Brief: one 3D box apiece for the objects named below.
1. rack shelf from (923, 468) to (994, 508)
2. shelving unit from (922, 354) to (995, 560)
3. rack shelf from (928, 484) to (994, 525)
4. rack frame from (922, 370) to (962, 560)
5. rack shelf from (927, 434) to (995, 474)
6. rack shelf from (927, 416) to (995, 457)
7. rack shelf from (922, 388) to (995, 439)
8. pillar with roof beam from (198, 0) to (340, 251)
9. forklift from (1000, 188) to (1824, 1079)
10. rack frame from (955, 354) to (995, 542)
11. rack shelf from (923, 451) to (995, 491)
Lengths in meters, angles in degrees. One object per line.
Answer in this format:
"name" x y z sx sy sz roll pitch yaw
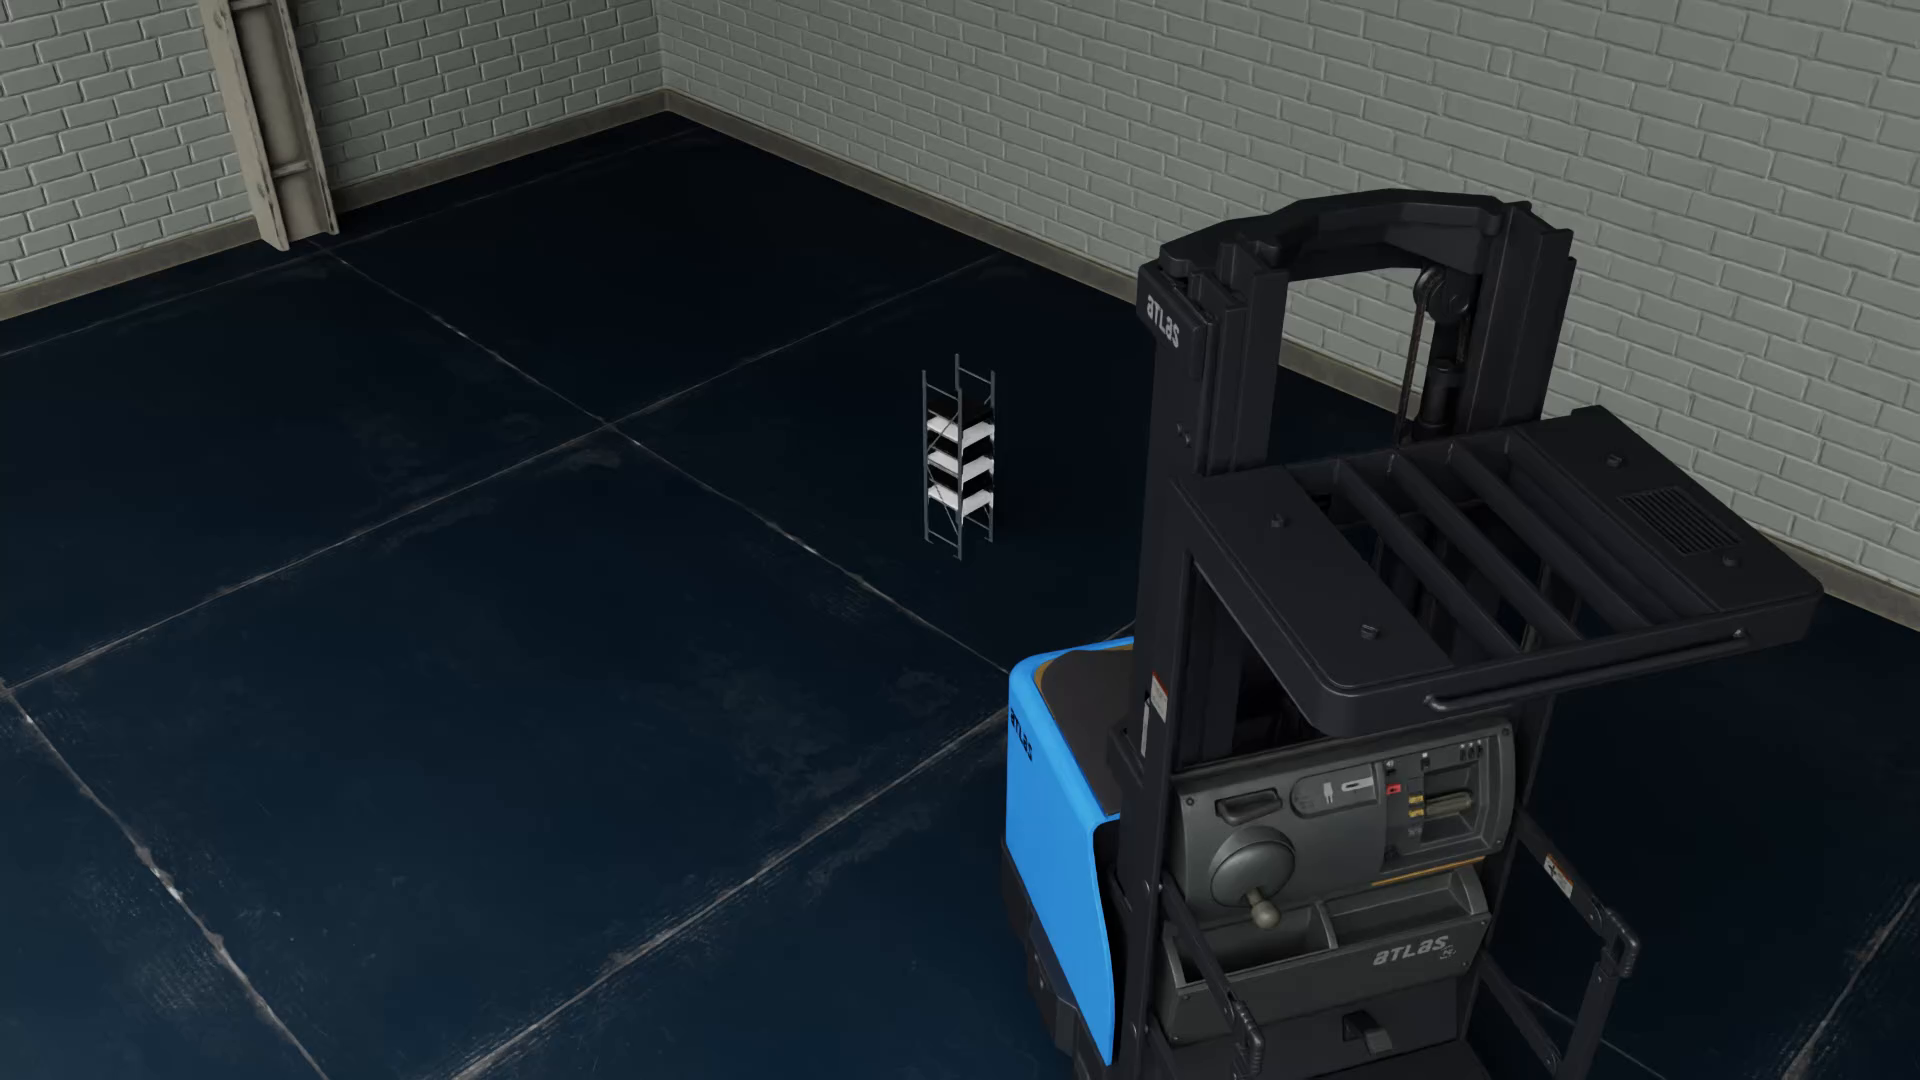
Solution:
"rack shelf" -0.006 -0.265 7.558 0.258 0.077 0.200 30 45 35
"shelving unit" -0.006 -0.366 7.488 0.258 0.900 0.210 30 45 35
"rack shelf" -0.006 -0.191 7.610 0.258 0.077 0.200 30 45 35
"rack frame" -0.077 -0.325 7.429 0.240 0.900 0.006 30 45 35
"rack shelf" -0.006 -0.412 7.455 0.258 0.077 0.200 30 45 35
"rack shelf" -0.006 -0.486 7.404 0.258 0.077 0.200 30 45 35
"rack shelf" -0.006 -0.560 7.352 0.258 0.077 0.200 30 45 35
"pillar with roof beam" -1.120 -3.887 5.456 9.100 9.000 0.400 30 45 35
"forklift" 1.057 0.785 4.063 1.130 2.935 3.031 -10 36 -14
"rack frame" 0.066 -0.407 7.547 0.240 0.900 0.006 30 45 35
"rack shelf" -0.006 -0.338 7.507 0.258 0.077 0.200 30 45 35
